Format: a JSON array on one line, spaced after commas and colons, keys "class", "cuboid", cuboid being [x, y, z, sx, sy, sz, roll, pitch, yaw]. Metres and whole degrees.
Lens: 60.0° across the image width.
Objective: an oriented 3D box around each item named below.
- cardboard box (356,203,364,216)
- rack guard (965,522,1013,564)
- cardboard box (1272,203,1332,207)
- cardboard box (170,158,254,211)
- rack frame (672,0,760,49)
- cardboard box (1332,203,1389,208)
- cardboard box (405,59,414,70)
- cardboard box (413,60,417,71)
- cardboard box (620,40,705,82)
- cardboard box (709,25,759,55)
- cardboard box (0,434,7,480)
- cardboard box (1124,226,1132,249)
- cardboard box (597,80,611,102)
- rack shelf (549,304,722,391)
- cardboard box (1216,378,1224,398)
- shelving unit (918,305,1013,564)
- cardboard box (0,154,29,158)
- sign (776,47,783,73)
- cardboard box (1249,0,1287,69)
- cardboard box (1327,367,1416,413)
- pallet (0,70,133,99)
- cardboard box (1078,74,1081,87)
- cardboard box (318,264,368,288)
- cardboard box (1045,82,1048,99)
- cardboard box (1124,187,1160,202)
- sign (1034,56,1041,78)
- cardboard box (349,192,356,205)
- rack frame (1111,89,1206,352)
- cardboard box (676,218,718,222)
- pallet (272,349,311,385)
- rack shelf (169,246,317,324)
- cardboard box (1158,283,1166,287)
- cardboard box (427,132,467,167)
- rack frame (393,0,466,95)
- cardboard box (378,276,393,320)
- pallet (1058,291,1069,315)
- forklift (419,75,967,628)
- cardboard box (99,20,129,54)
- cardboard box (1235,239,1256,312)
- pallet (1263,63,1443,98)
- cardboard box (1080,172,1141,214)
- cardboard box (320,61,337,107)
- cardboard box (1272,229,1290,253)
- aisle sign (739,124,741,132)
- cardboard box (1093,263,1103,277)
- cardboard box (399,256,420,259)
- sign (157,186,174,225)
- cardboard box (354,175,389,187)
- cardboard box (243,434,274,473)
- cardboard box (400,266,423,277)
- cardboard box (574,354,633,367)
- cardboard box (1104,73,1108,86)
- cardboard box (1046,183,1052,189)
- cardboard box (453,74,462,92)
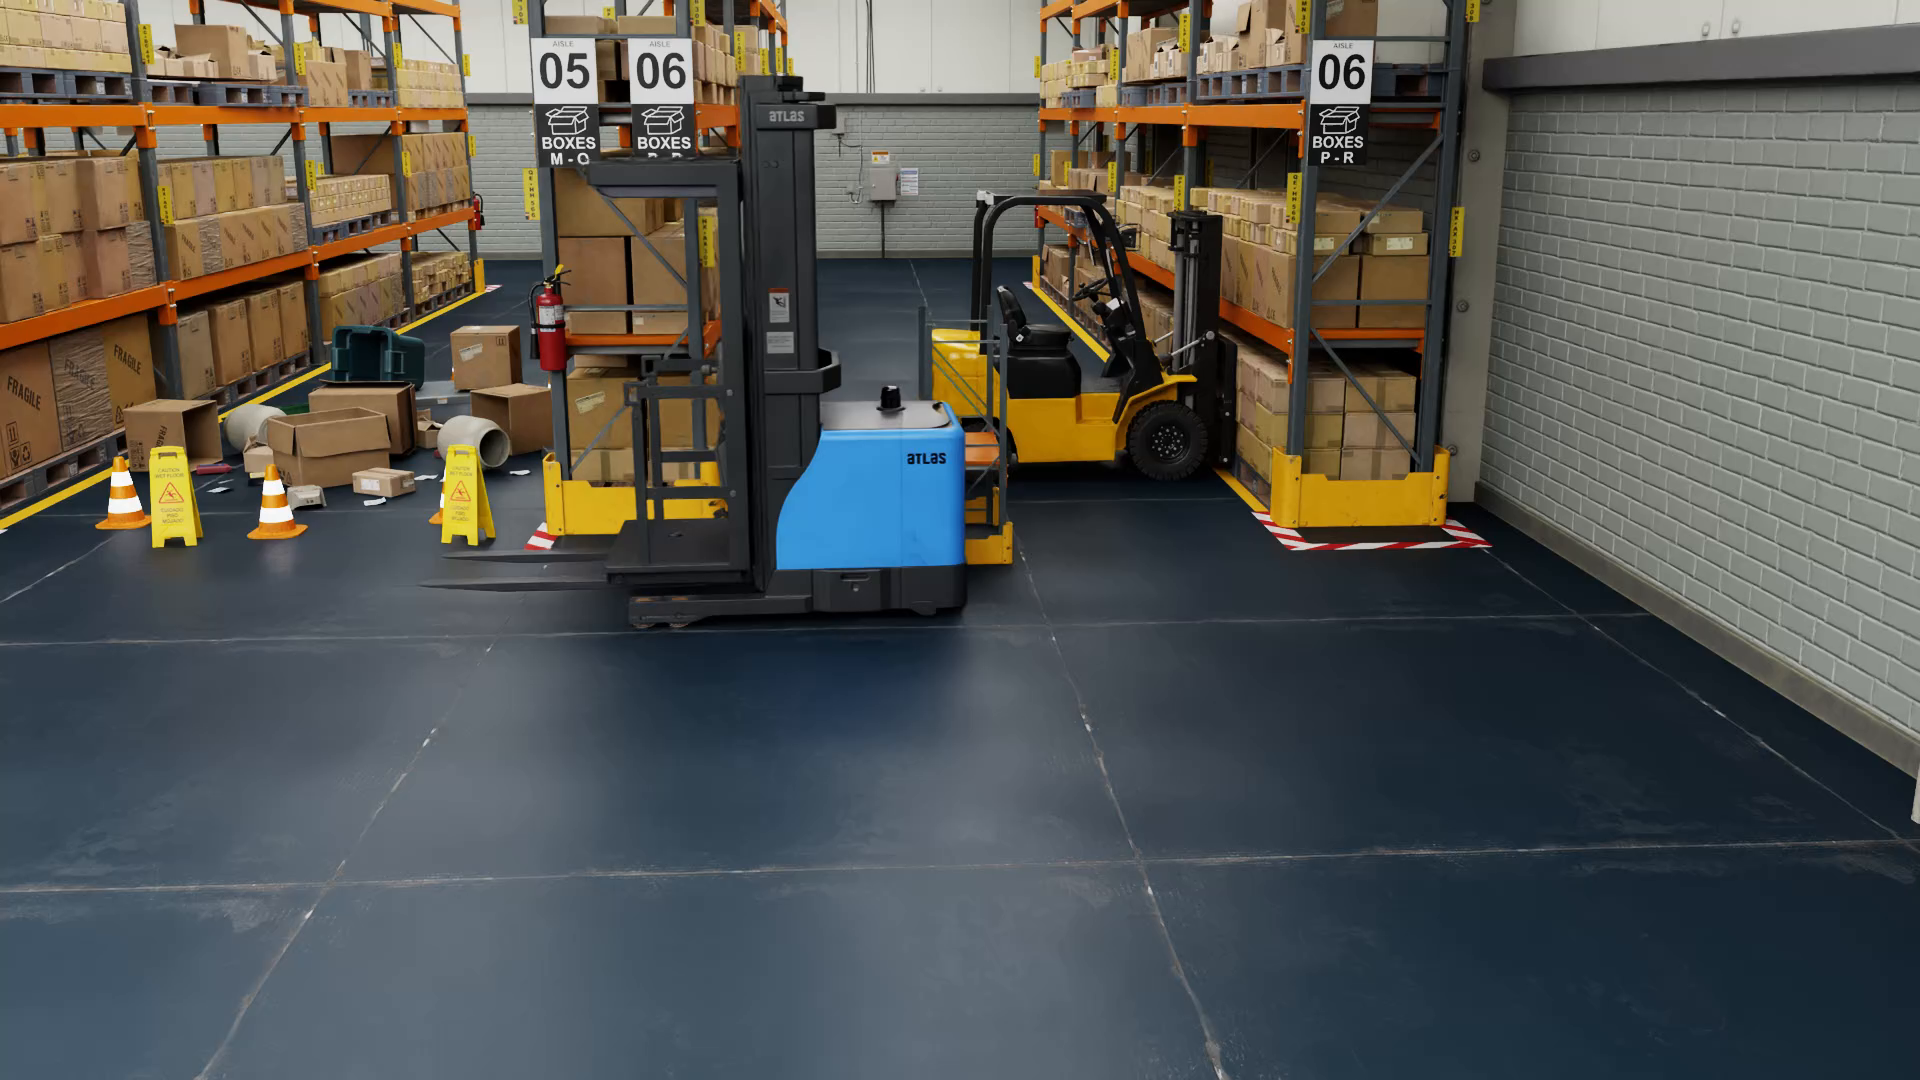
[{"class": "cardboard box", "cuboid": [-7.570, -4.061, 20.450, 0.380, 0.149, 0.250, 0, 14, -1]}, {"class": "rack guard", "cuboid": [0.036, 0.022, 10.440, 0.587, 0.250, 0.087, -1, 14, -3]}, {"class": "cardboard box", "cuboid": [2.493, -2.374, 12.135, 0.380, 0.149, 0.250, -1, 14, -3]}, {"class": "cardboard box", "cuboid": [-7.543, -3.571, 16.680, 0.700, 0.500, 0.500, -1, 14, -4]}, {"class": "rack frame", "cuboid": [-2.694, -6.411, 17.883, 1.000, 3.000, 0.127, -1, 14, -3]}, {"class": "cardboard box", "cuboid": [2.935, -2.380, 12.156, 0.380, 0.149, 0.250, -1, 14, -3]}, {"class": "cardboard box", "cuboid": [-7.678, -6.485, 22.689, 0.380, 0.149, 0.250, -1, 14, -5]}, {"class": "cardboard box", "cuboid": [-7.715, -6.549, 22.938, 0.380, 0.149, 0.250, -1, 14, -5]}, {"class": "cardboard box", "cuboid": [-1.963, -3.169, 11.008, 0.500, 0.250, 0.500, -1, 14, -4]}, {"class": "cardboard box", "cuboid": [-2.123, -4.611, 15.364, 0.500, 0.250, 0.500, -1, 14, -5]}, {"class": "cardboard box", "cuboid": [-7.240, -0.756, 11.367, 0.875, 0.875, 0.875, -1, 14, -3]}, {"class": "cardboard box", "cuboid": [2.070, -3.271, 18.021, 0.500, 0.250, 0.500, -1, 14, -5]}, {"class": "cardboard box", "cuboid": [-2.499, -2.931, 10.883, 0.380, 0.149, 0.250, -1, 14, -3]}, {"class": "rack shelf", "cuboid": [-2.322, -1.665, 12.921, 1.077, 0.370, 4.000, -1, 14, -3]}, {"class": "cardboard box", "cuboid": [2.313, -1.201, 13.346, 0.500, 0.250, 0.500, -1, 14, -4]}, {"class": "shelving unit", "cuboid": [0.005, -0.707, 10.766, 0.587, 1.500, 1.083, -1, 14, -3]}, {"class": "cardboard box", "cuboid": [-12.607, -4.905, 22.269, 0.500, 0.500, 0.500, -1, 14, -3]}, {"class": "sign", "cuboid": [-2.400, -6.366, 22.061, 0.100, 0.325, 0.005, -1, 14, -3]}, {"class": "cardboard box", "cuboid": [2.522, -3.709, 12.157, 0.700, 0.500, 0.500, -1, 14, -3]}, {"class": "cardboard box", "cuboid": [2.915, -1.072, 11.841, 0.500, 0.250, 0.500, -1, 14, -4]}, {"class": "pallet", "cuboid": [-7.340, -3.615, 13.215, 1.003, 0.211, 1.213, -1, 14, -3]}, {"class": "cardboard box", "cuboid": [1.700, -5.826, 21.091, 0.380, 0.149, 0.250, -1, 14, -4]}, {"class": "cardboard box", "cuboid": [-7.478, -3.184, 20.052, 0.500, 0.250, 0.500, -1, 14, -3]}, {"class": "cardboard box", "cuboid": [1.571, -6.856, 25.337, 0.500, 0.250, 0.500, -1, 14, -2]}, {"class": "cardboard box", "cuboid": [2.004, -3.795, 18.255, 0.380, 0.149, 0.250, -1, 14, -2]}, {"class": "sign", "cuboid": [1.223, -7.440, 26.149, 0.100, 0.325, 0.005, -1, 14, -3]}, {"class": "cardboard box", "cuboid": [-7.559, -4.140, 20.162, 0.380, 0.149, 0.250, 0, 14, -1]}, {"class": "rack frame", "cuboid": [2.260, -3.583, 18.932, 1.000, 3.000, 0.127, -1, 14, -3]}, {"class": "cardboard box", "cuboid": [-2.058, -2.212, 12.807, 0.500, 0.500, 0.500, -1, 14, -5]}, {"class": "pallet", "cuboid": [-7.654, -1.856, 17.817, 1.003, 0.211, 1.213, -1, 14, -3]}, {"class": "rack shelf", "cuboid": [-7.504, -2.558, 16.392, 1.077, 0.370, 4.000, -1, 14, -3]}, {"class": "cardboard box", "cuboid": [2.539, -3.024, 19.633, 0.380, 0.149, 0.250, 0, 14, -1]}, {"class": "cardboard box", "cuboid": [-7.847, -5.960, 25.367, 0.500, 0.500, 0.500, -1, 14, -5]}, {"class": "rack frame", "cuboid": [-8.123, -8.299, 25.221, 1.000, 3.000, 0.127, -1, 14, -3]}, {"class": "cardboard box", "cuboid": [-7.547, -3.084, 21.165, 0.500, 0.500, 0.500, -1, 14, -5]}, {"class": "pallet", "cuboid": [1.971, -3.398, 23.810, 1.003, 0.211, 1.213, -1, 14, -3]}, {"class": "forklift", "cuboid": [-1.506, -1.071, 9.308, 3.031, 2.935, 1.130, -1, 14, -5]}, {"class": "cardboard box", "cuboid": [-7.093, -4.066, 13.452, 0.500, 0.250, 0.500, -1, 14, -4]}, {"class": "cardboard box", "cuboid": [2.408, -2.017, 12.644, 0.500, 0.500, 0.500, -1, 14, -4]}, {"class": "pallet", "cuboid": [2.738, -3.179, 11.521, 1.003, 0.211, 1.213, -1, 14, -3]}, {"class": "cardboard box", "cuboid": [1.900, -4.382, 20.993, 0.700, 0.500, 0.500, -1, 14, -4]}, {"class": "cardboard box", "cuboid": [-7.436, -5.175, 18.900, 0.500, 0.500, 0.500, -1, 14, -3]}, {"class": "cardboard box", "cuboid": [2.409, -2.101, 11.669, 0.380, 0.149, 0.250, -1, 14, -3]}, {"class": "aisle sign", "cuboid": [-3.483, -6.767, 26.091, 0.394, 0.787, 0.004, -1, 14, -3]}, {"class": "cardboard box", "cuboid": [1.913, -3.468, 21.356, 0.380, 0.149, 0.250, 0, 14, -1]}, {"class": "cardboard box", "cuboid": [-8.307, -4.177, 24.925, 0.380, 0.149, 0.250, -2, 15, -6]}, {"class": "sign", "cuboid": [-6.826, -2.876, 14.286, 0.100, 0.325, 0.005, -1, 14, -3]}, {"class": "cardboard box", "cuboid": [-7.656, -4.672, 21.631, 0.380, 0.149, 0.250, 0, 14, -1]}, {"class": "cardboard box", "cuboid": [-5.435, -0.686, 13.159, 0.396, 0.266, 0.258, 2, 15, 6]}, {"class": "cardboard box", "cuboid": [-7.713, -3.730, 23.188, 0.380, 0.149, 0.250, -1, 14, -4]}, {"class": "cardboard box", "cuboid": [-2.598, -1.350, 12.123, 0.380, 0.149, 0.250, 0, 14, -2]}, {"class": "cardboard box", "cuboid": [1.945, -5.561, 20.101, 0.380, 0.149, 0.250, 0, 14, -2]}, {"class": "cardboard box", "cuboid": [1.590, -5.276, 25.214, 0.500, 0.250, 0.500, -1, 14, -4]}, {"class": "cardboard box", "cuboid": [-7.841, -6.905, 25.121, 0.500, 0.250, 0.500, -1, 14, -5]}]
